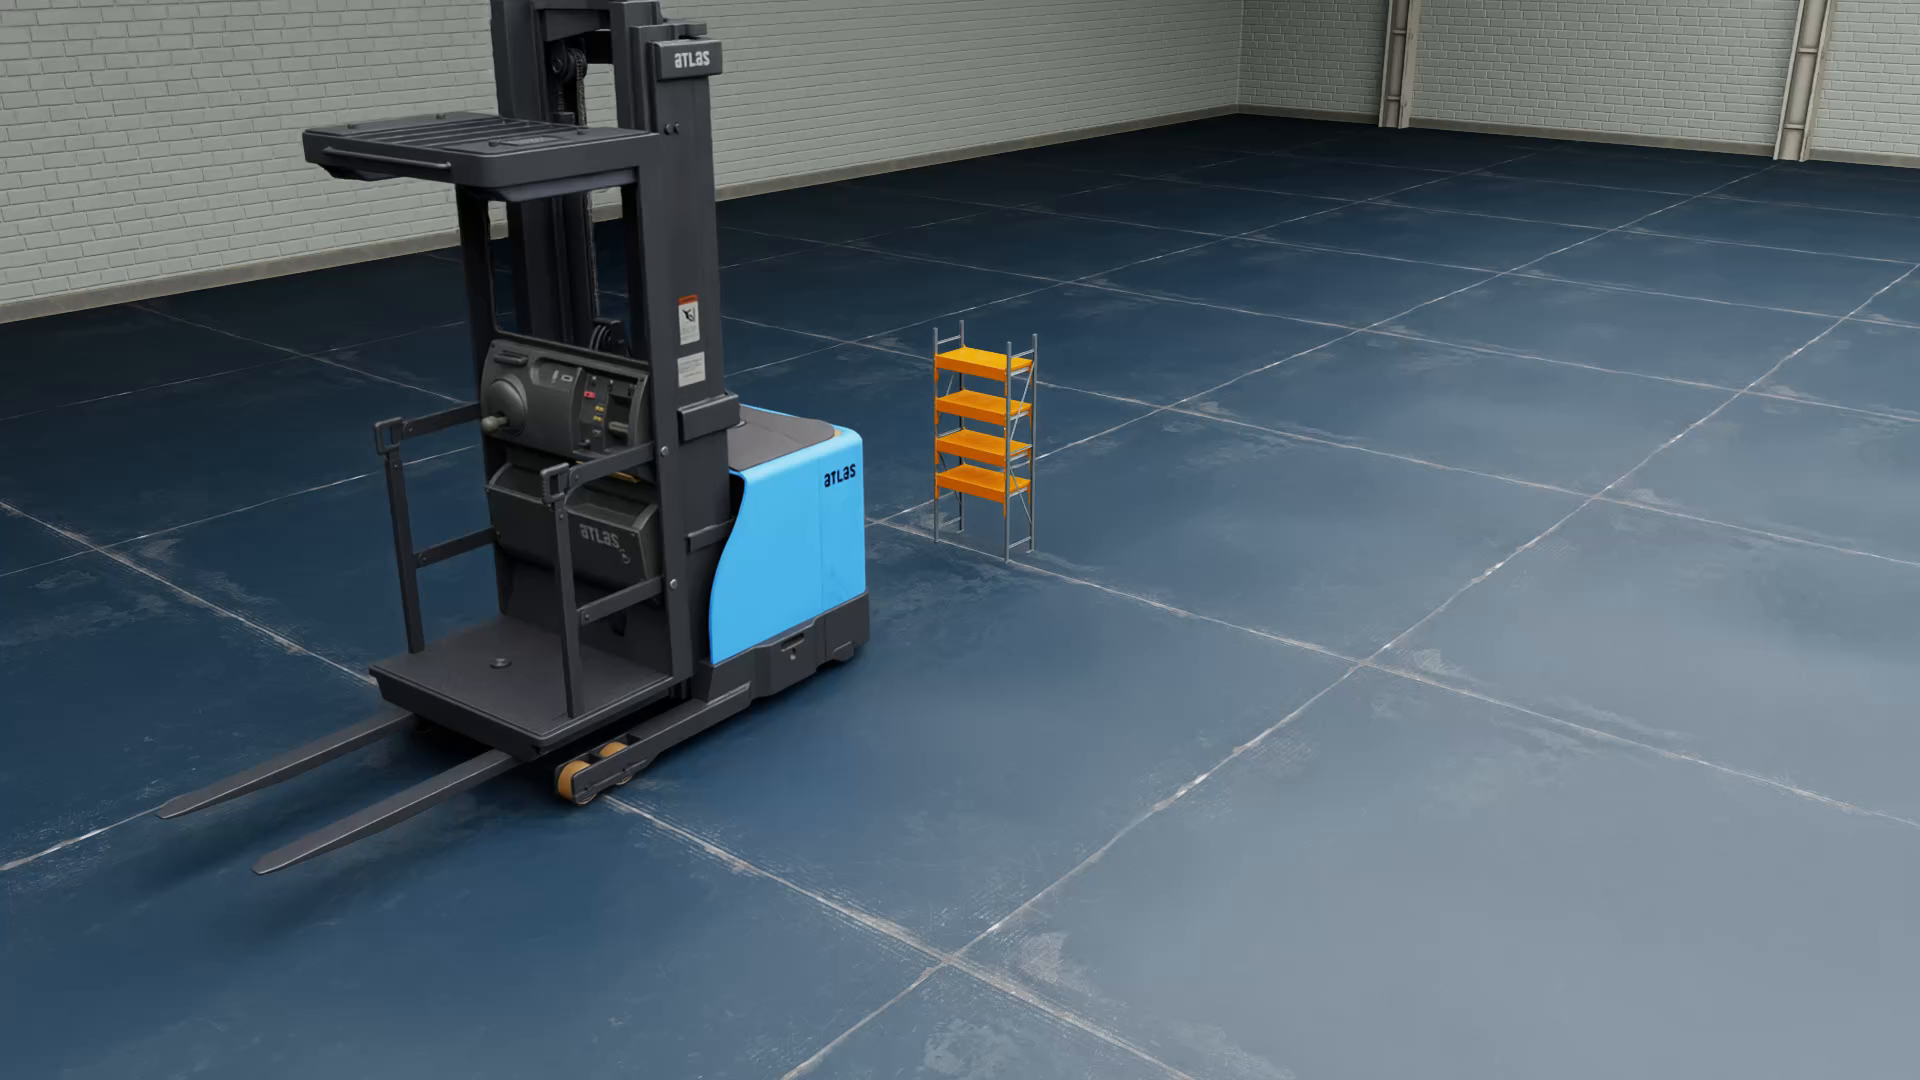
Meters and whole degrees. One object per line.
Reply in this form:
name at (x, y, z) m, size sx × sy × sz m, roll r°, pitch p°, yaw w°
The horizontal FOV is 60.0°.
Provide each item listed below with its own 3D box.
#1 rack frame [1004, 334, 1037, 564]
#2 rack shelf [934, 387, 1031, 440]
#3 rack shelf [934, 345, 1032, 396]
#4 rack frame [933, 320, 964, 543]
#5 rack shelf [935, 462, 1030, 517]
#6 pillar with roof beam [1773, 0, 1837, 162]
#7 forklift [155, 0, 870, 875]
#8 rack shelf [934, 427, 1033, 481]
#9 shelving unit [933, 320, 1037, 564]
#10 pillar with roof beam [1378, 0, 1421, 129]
rack frame at (0.317, -0.470, 8.714) m, size 0.015 × 1.200 × 0.240 m, roll 16°, pitch 26°, yaw 36°
rack shelf at (0.128, -0.671, 8.803) m, size 0.480 × 0.148 × 0.258 m, roll 16°, pitch 26°, yaw 36°
rack shelf at (0.128, -0.892, 8.720) m, size 0.480 × 0.148 × 0.258 m, roll 16°, pitch 26°, yaw 36°
rack frame at (-0.061, -0.579, 9.003) m, size 0.015 × 1.200 × 0.240 m, roll 16°, pitch 26°, yaw 36°
rack shelf at (0.128, -0.276, 8.952) m, size 0.480 × 0.148 × 0.258 m, roll 16°, pitch 26°, yaw 36°
pillar with roof beam at (8.939, -8.379, 18.634) m, size 0.400 × 9.000 × 9.100 m, roll 16°, pitch 26°, yaw 36°
forklift at (-1.705, -0.541, 6.450) m, size 1.130 × 2.935 × 3.031 m, roll 15°, pitch 25°, yaw 34°
rack shelf at (0.128, -0.462, 8.882) m, size 0.480 × 0.148 × 0.258 m, roll 16°, pitch 26°, yaw 36°
shelving unit at (0.128, -0.524, 8.859) m, size 0.503 × 1.200 × 0.258 m, roll 16°, pitch 26°, yaw 36°
pillar with roof beam at (4.291, -9.717, 22.183) m, size 0.400 × 9.000 × 9.100 m, roll 16°, pitch 26°, yaw 36°
